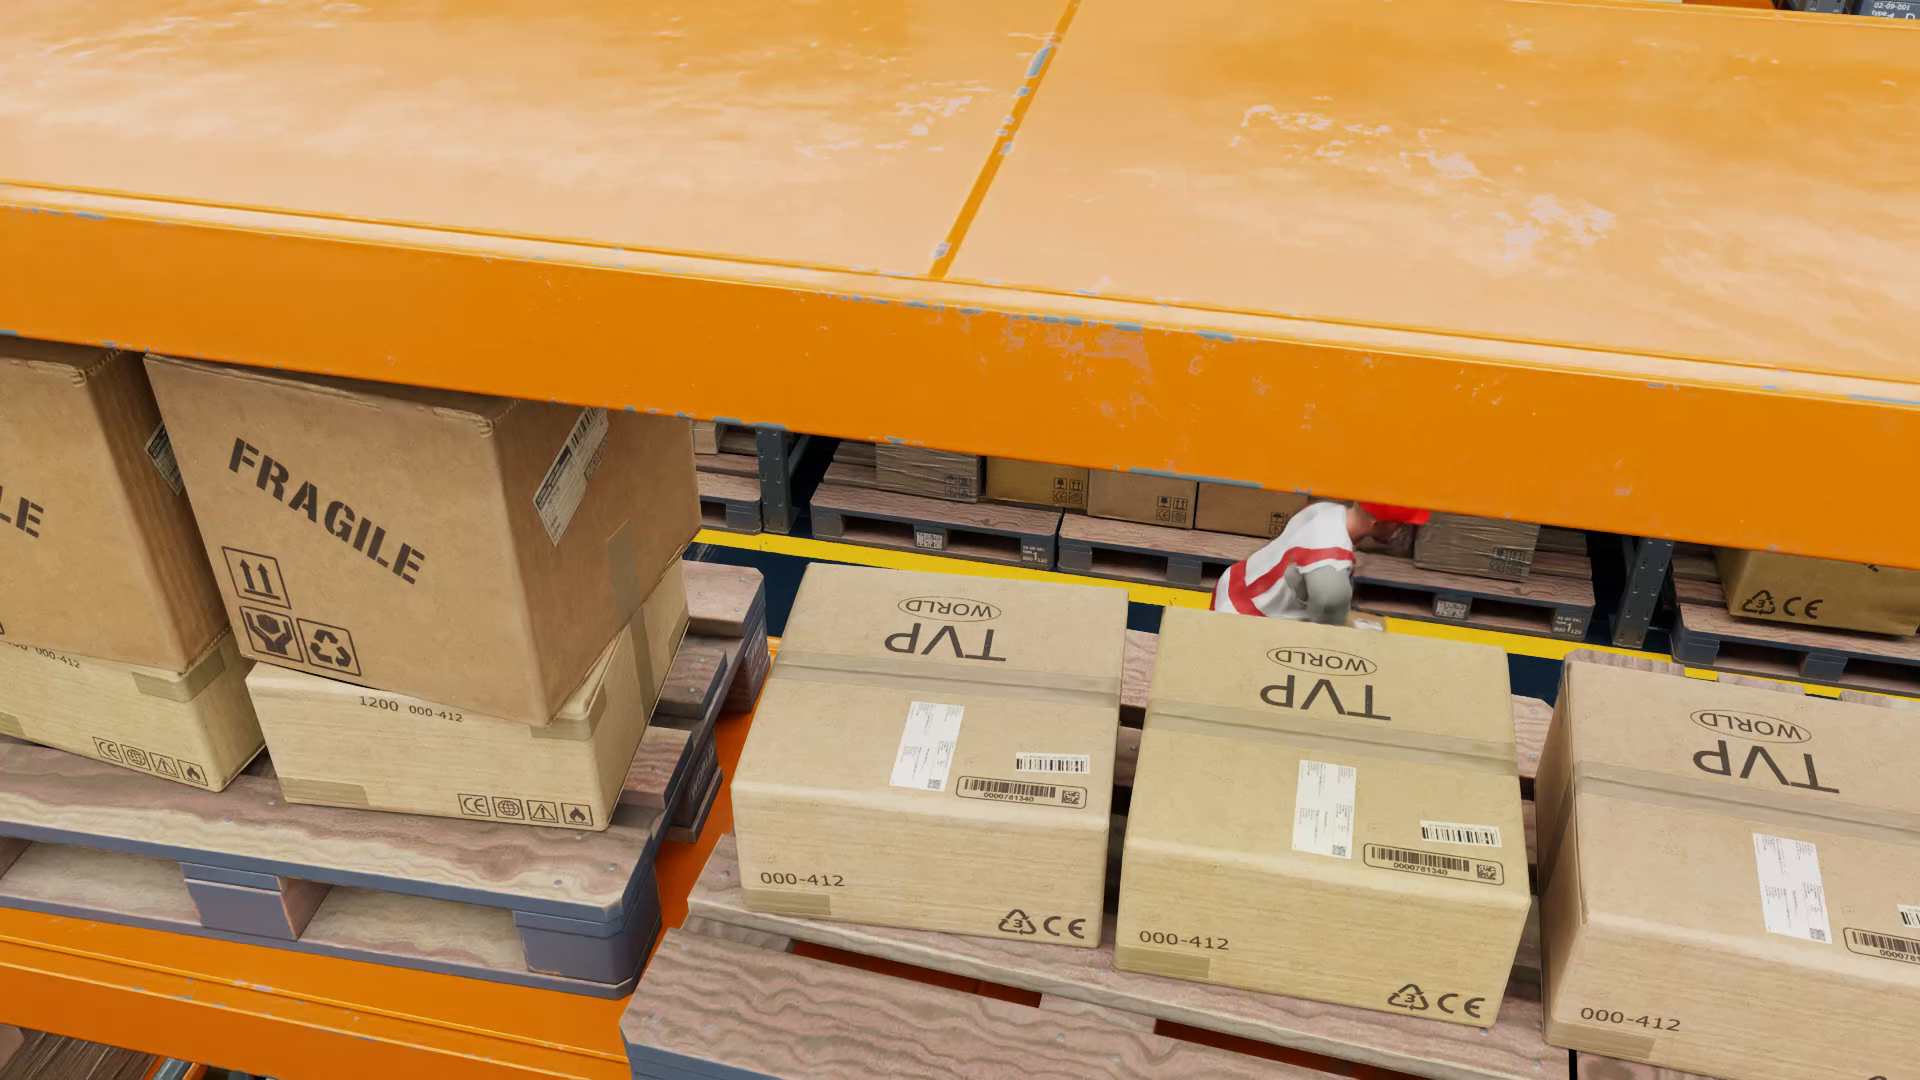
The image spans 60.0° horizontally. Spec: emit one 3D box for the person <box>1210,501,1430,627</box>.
[{"bbox_3d":[1.273,0.409,6.182,0.715,1.654,0.482,7,37,9],"label":"person"}]
